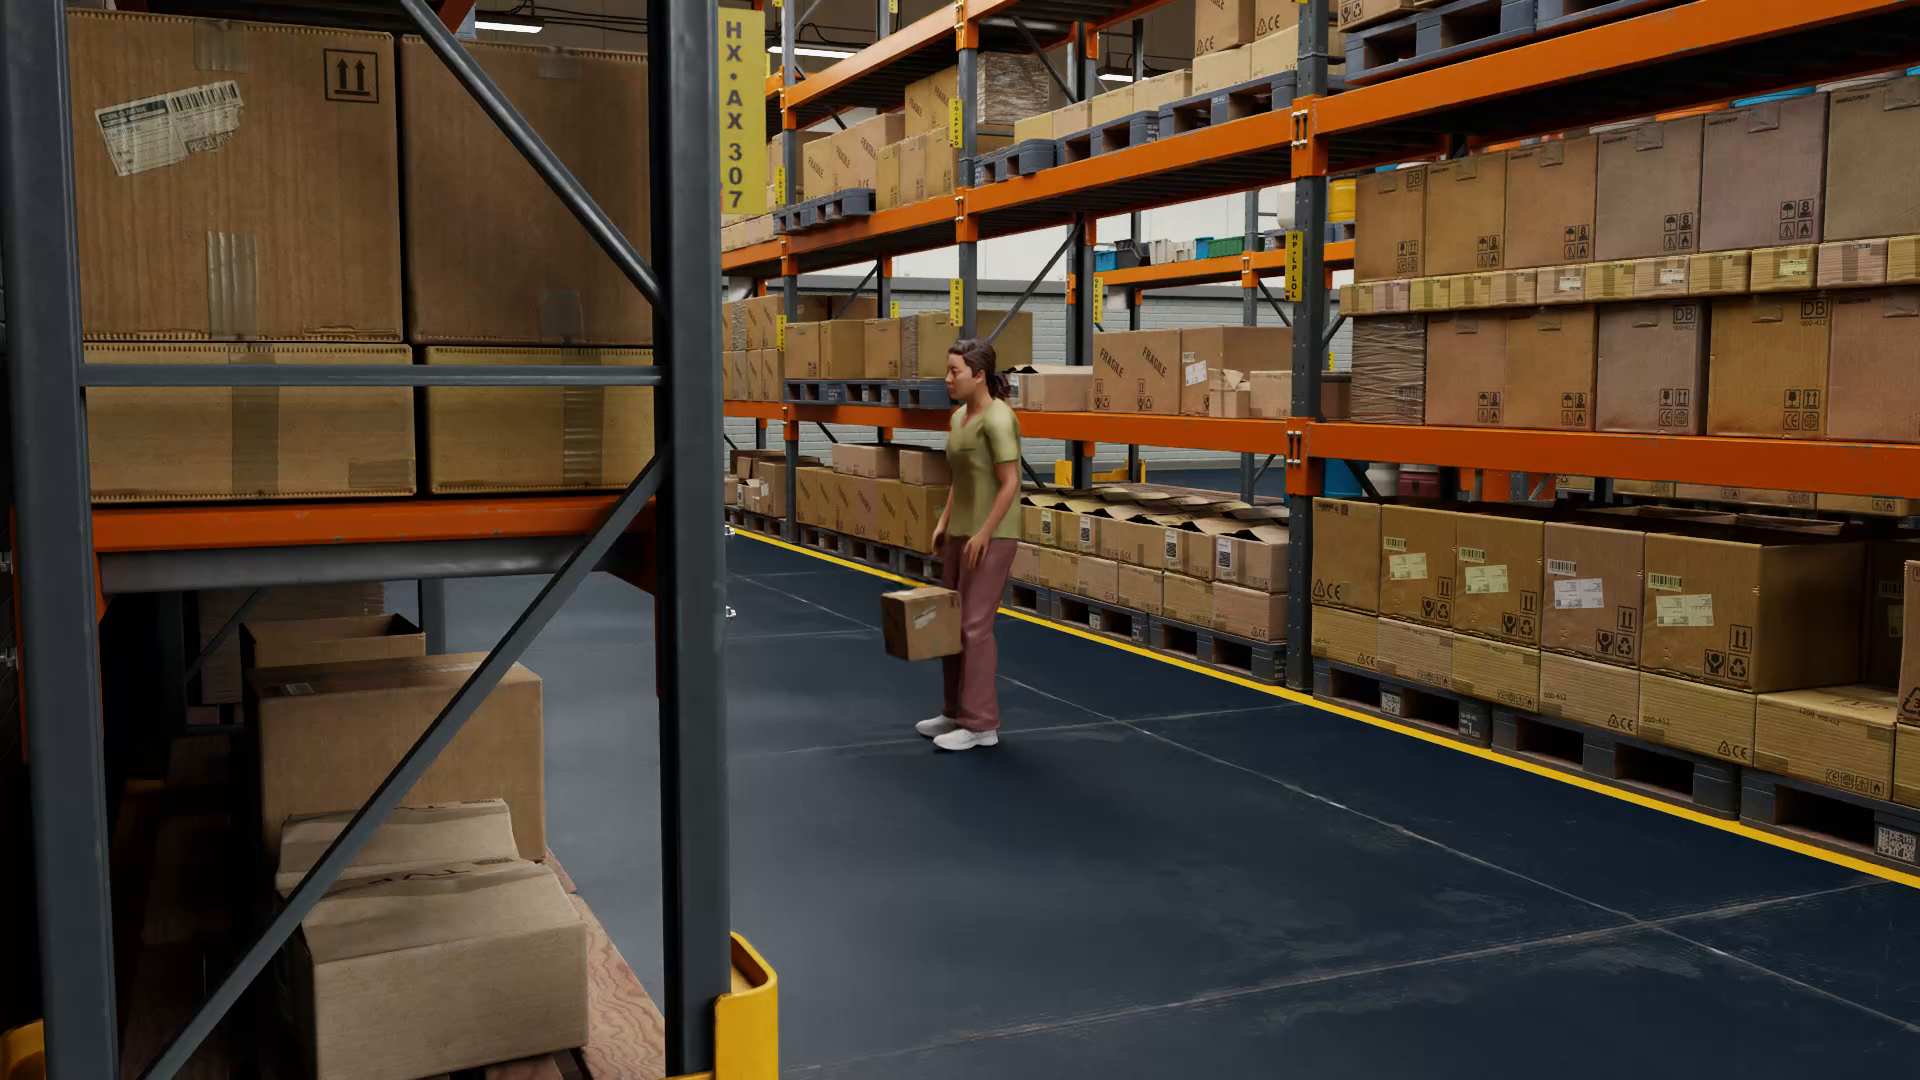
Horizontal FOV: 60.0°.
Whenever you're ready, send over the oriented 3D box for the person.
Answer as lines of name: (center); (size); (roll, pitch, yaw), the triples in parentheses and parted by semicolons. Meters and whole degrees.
person: (0.030, 0.030, 6.849); (0.402, 1.636, 0.481); (-3, 6, -25)
